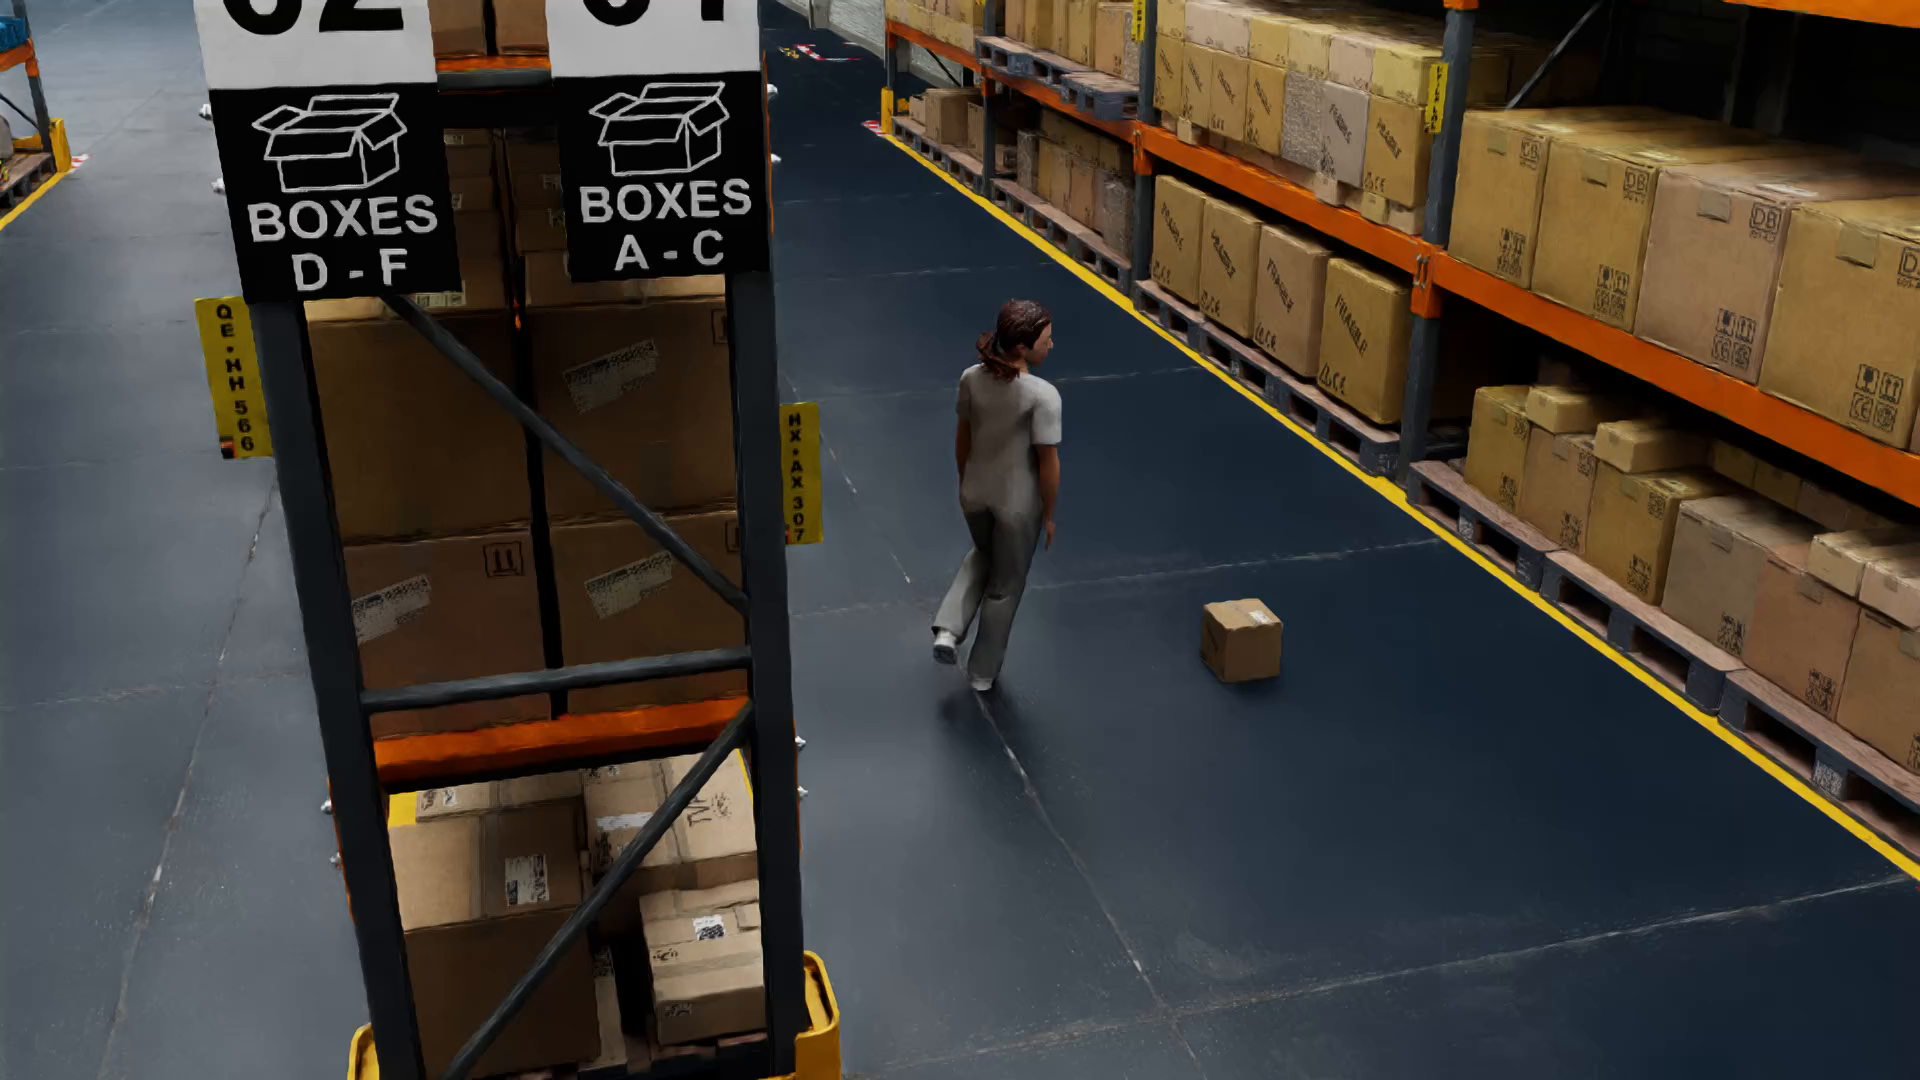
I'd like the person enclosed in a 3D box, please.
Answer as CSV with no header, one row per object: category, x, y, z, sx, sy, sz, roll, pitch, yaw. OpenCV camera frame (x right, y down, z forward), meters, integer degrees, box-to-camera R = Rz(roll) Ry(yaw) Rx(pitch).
person,0.176,-0.146,6.456,0.540,1.664,0.491,13,26,27
